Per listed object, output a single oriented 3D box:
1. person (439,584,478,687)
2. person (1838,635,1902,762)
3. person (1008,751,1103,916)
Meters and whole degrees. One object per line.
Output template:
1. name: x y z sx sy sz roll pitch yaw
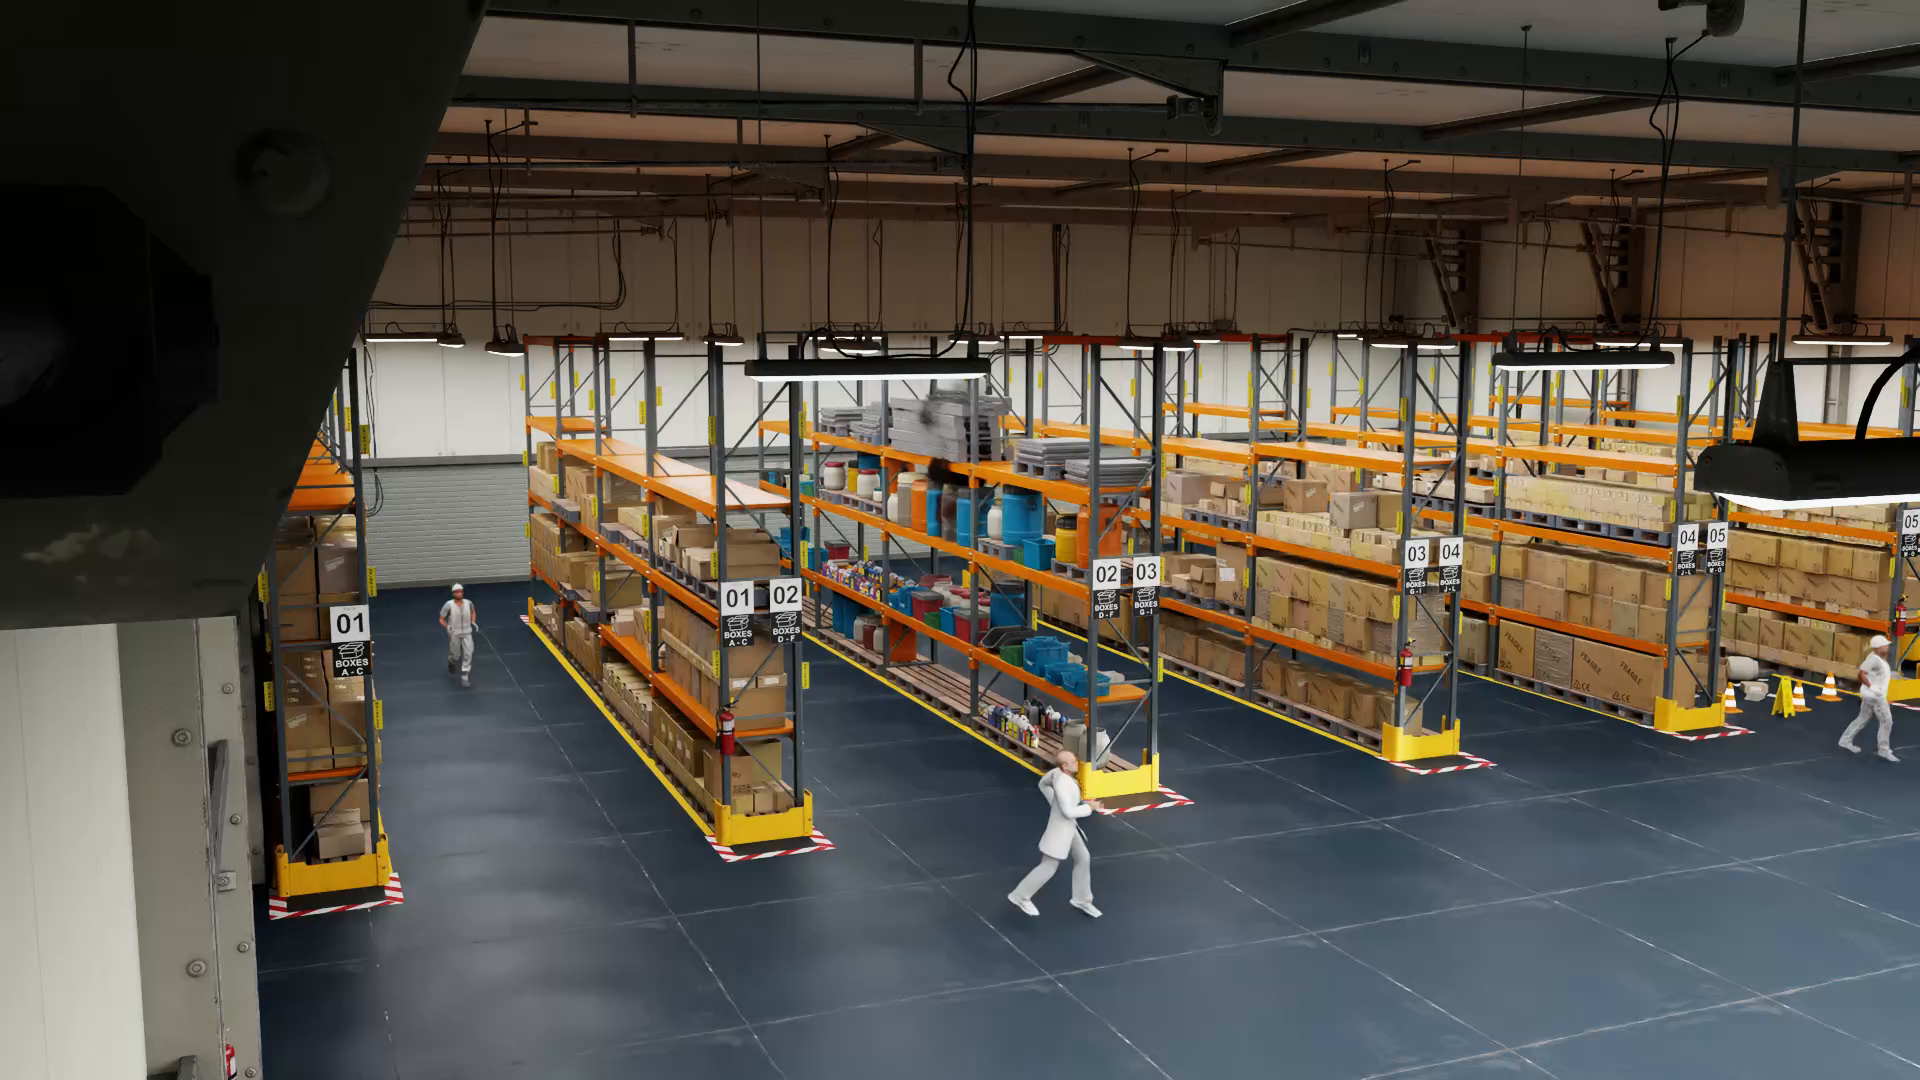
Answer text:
1. person: -8.674 1.634 28.845 0.665 1.761 0.796 -5 9 -34
2. person: 13.152 2.268 23.932 0.789 1.825 0.671 3 8 20
3. person: 1.014 3.120 17.616 0.991 1.831 0.730 1 8 6
